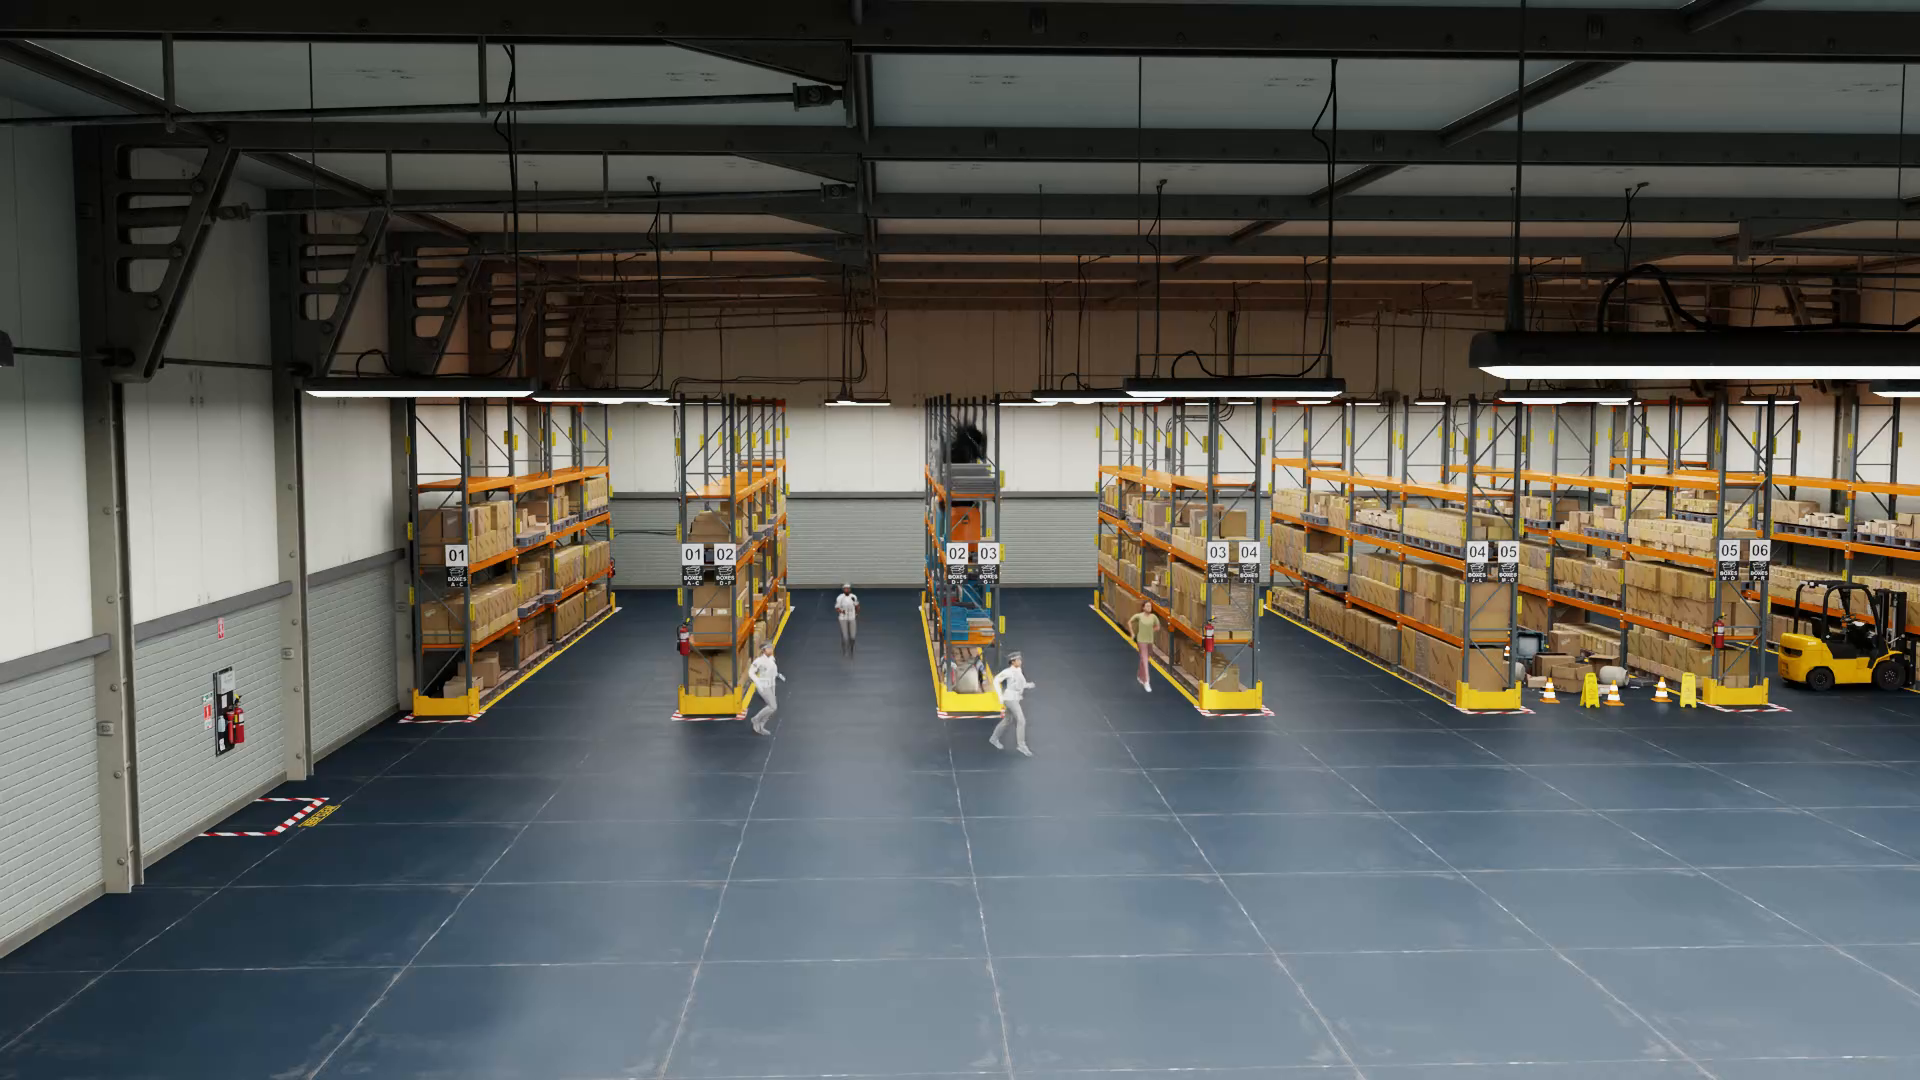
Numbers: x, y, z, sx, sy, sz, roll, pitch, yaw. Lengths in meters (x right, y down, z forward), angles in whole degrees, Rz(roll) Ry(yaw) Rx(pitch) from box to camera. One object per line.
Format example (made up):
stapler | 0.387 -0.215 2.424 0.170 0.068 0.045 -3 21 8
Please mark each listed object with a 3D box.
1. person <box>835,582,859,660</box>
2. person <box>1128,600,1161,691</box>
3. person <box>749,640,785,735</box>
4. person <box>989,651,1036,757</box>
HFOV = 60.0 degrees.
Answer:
person | -2.423 1.769 36.131 0.563 1.718 0.572 -1 5 -13
person | 3.628 2.031 32.396 0.564 1.739 0.730 -2 5 -23
person | -3.340 2.587 29.194 0.527 1.667 0.599 2 5 29
person | 0.854 2.696 27.552 0.849 1.734 0.580 2 5 23
